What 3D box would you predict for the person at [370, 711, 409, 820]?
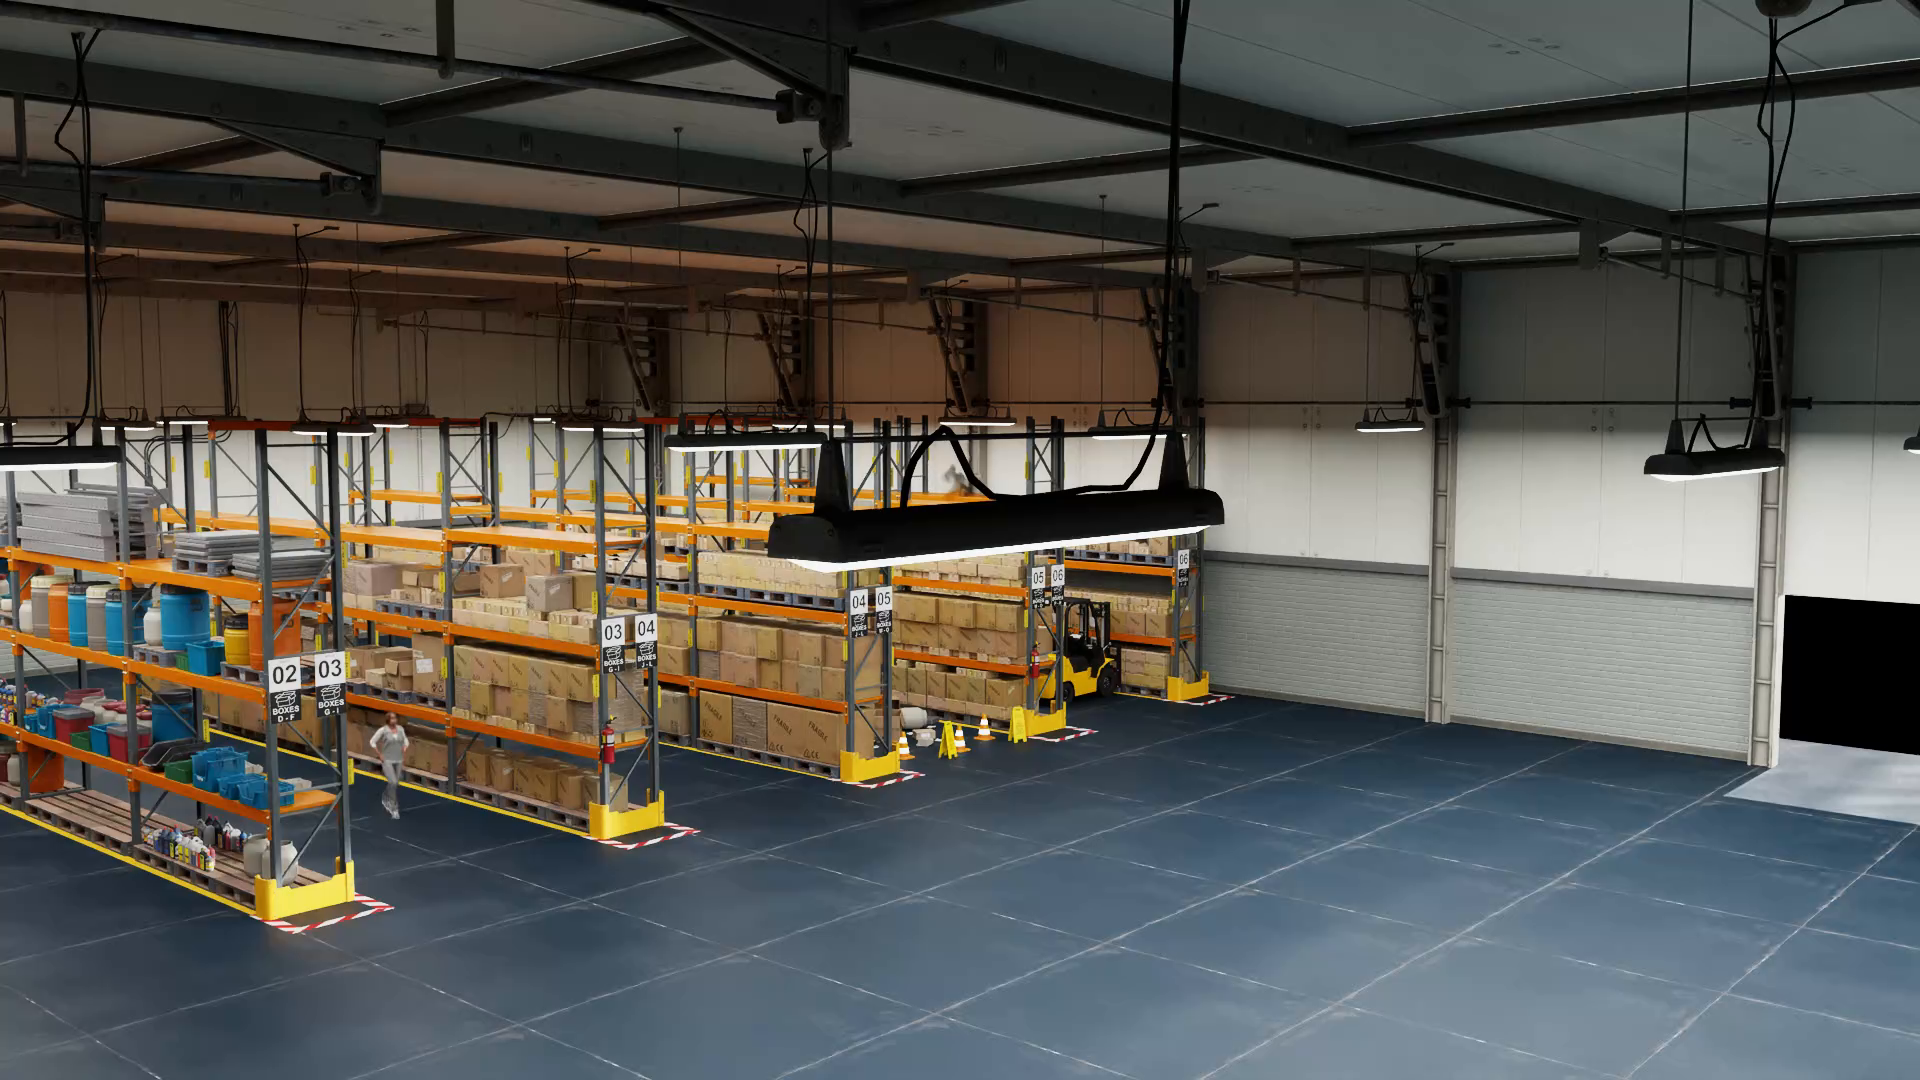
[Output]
[{"bbox_3d":[-8.703,3.432,25.447,0.656,1.654,0.546,4,6,43],"label":"person"}]
